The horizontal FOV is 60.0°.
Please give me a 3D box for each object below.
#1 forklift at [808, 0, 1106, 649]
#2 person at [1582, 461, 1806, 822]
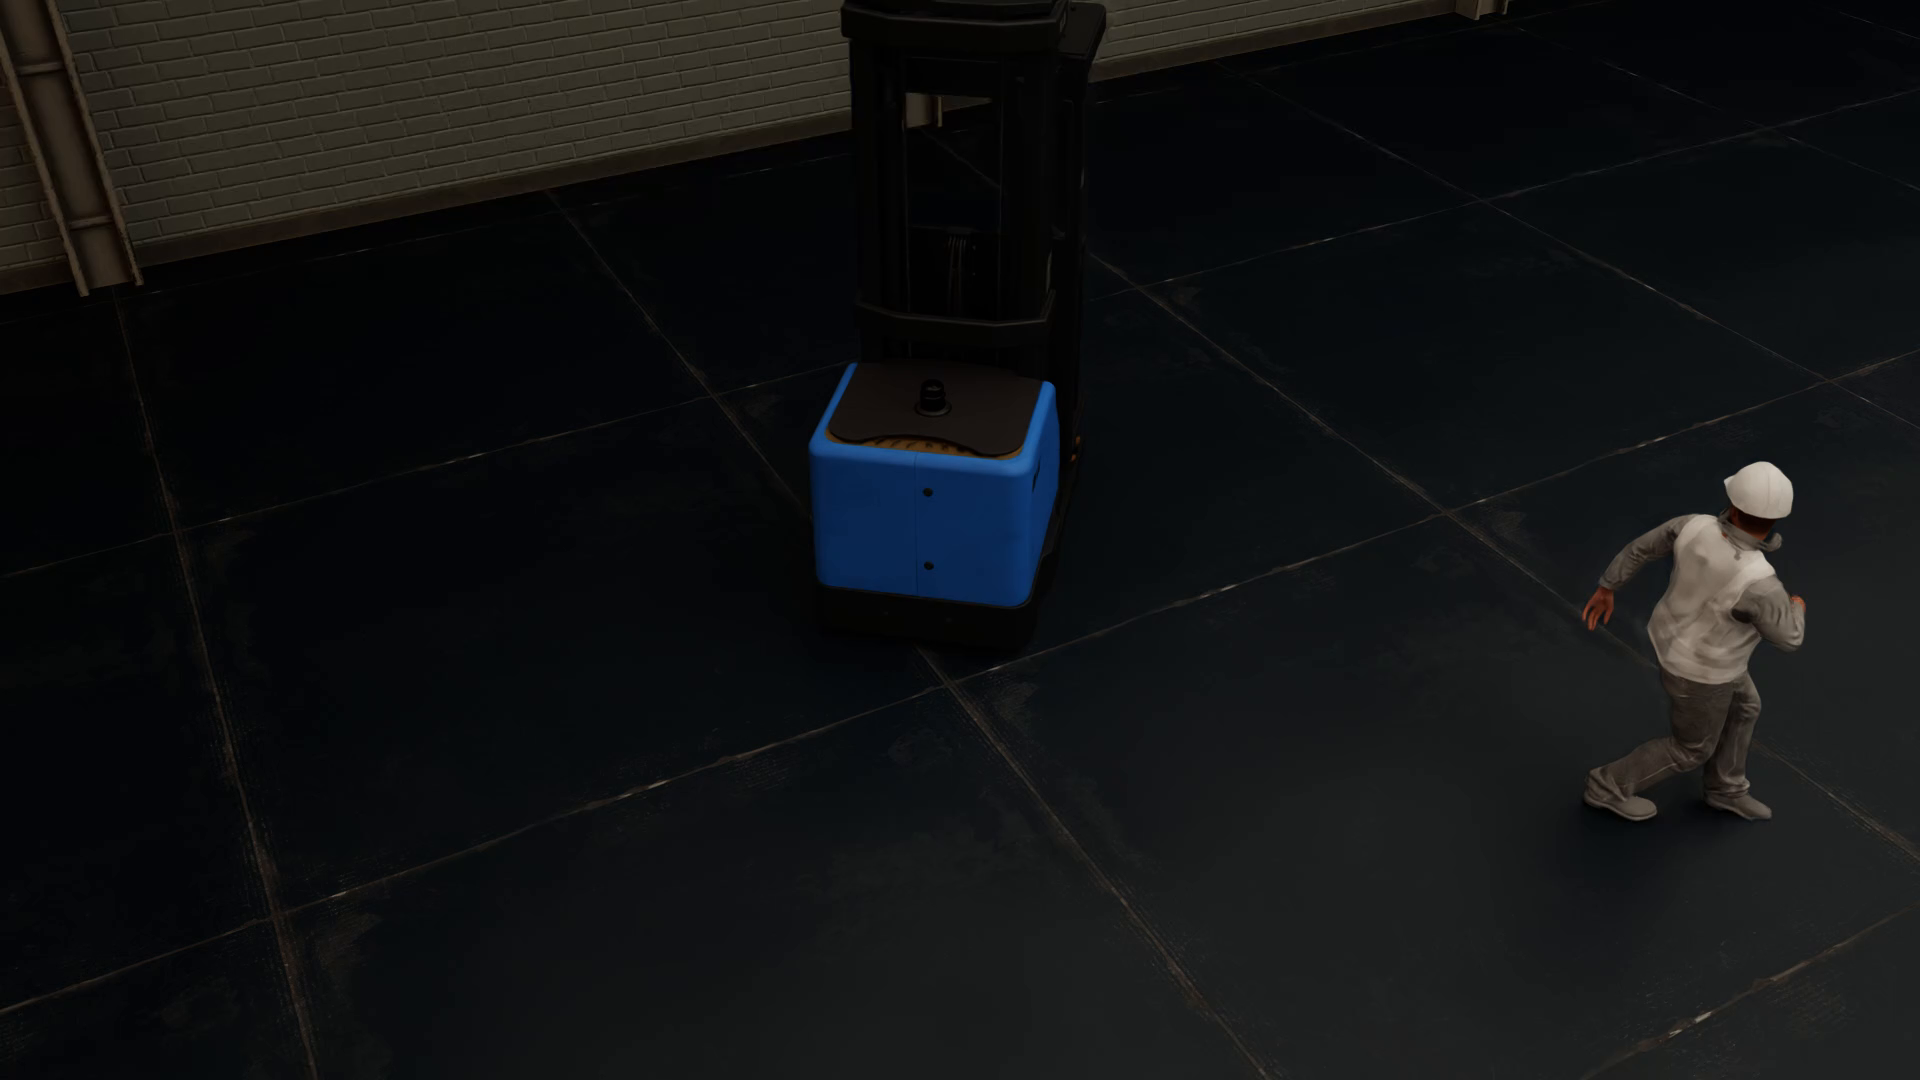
[{"bbox_3d":[0.086,-1.531,8.288,1.130,2.935,3.031,6,36,9],"label":"forklift"},{"bbox_3d":[2.977,0.441,6.592,0.924,1.727,0.563,2,35,3],"label":"person"}]
